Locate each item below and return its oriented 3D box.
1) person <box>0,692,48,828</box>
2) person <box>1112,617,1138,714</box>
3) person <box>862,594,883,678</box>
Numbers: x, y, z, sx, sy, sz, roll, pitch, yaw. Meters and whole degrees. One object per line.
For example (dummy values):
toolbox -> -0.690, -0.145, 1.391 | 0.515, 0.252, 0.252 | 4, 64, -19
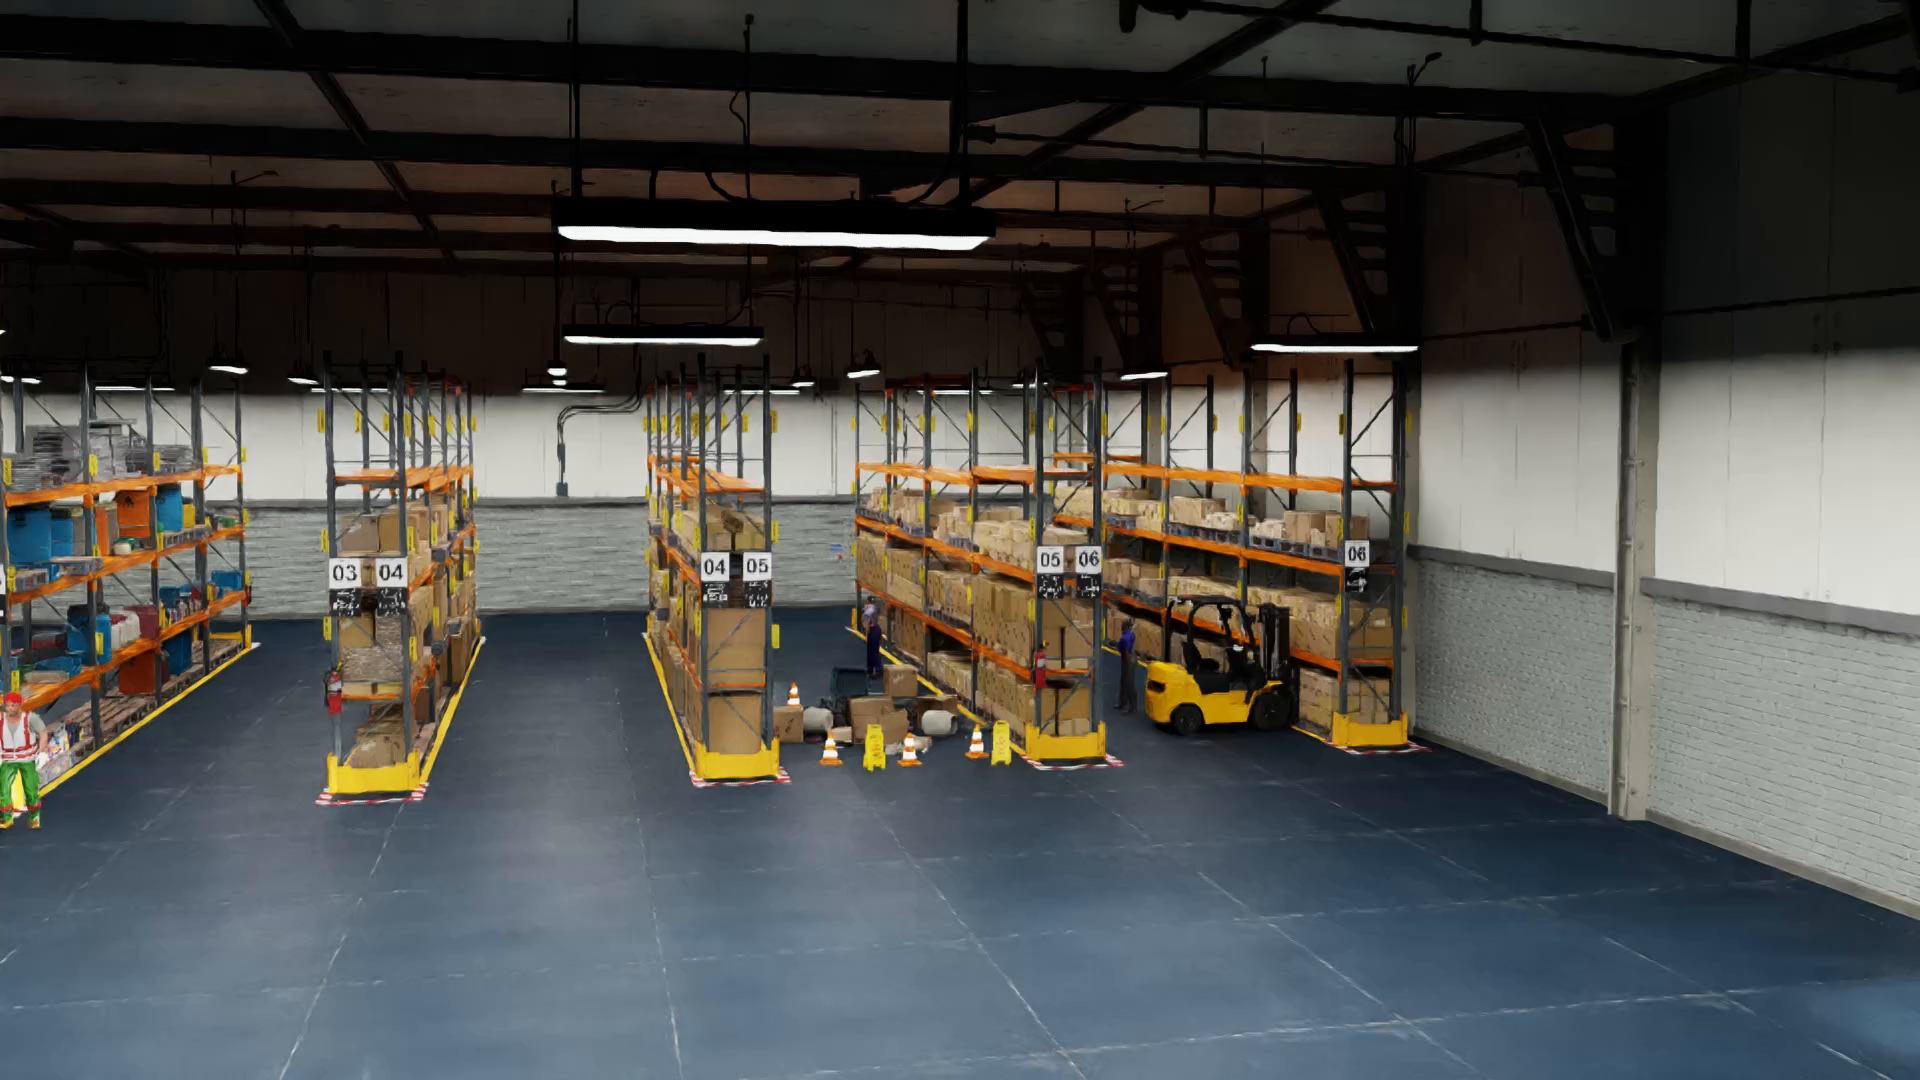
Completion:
person -> -11.618, 2.714, 20.500 | 0.677, 1.742, 0.551 | -1, 4, -14
person -> 2.866, 2.157, 28.866 | 0.460, 1.662, 0.498 | 1, 4, 11
person -> -1.778, 1.878, 32.949 | 0.554, 1.639, 0.589 | 1, 4, 10
